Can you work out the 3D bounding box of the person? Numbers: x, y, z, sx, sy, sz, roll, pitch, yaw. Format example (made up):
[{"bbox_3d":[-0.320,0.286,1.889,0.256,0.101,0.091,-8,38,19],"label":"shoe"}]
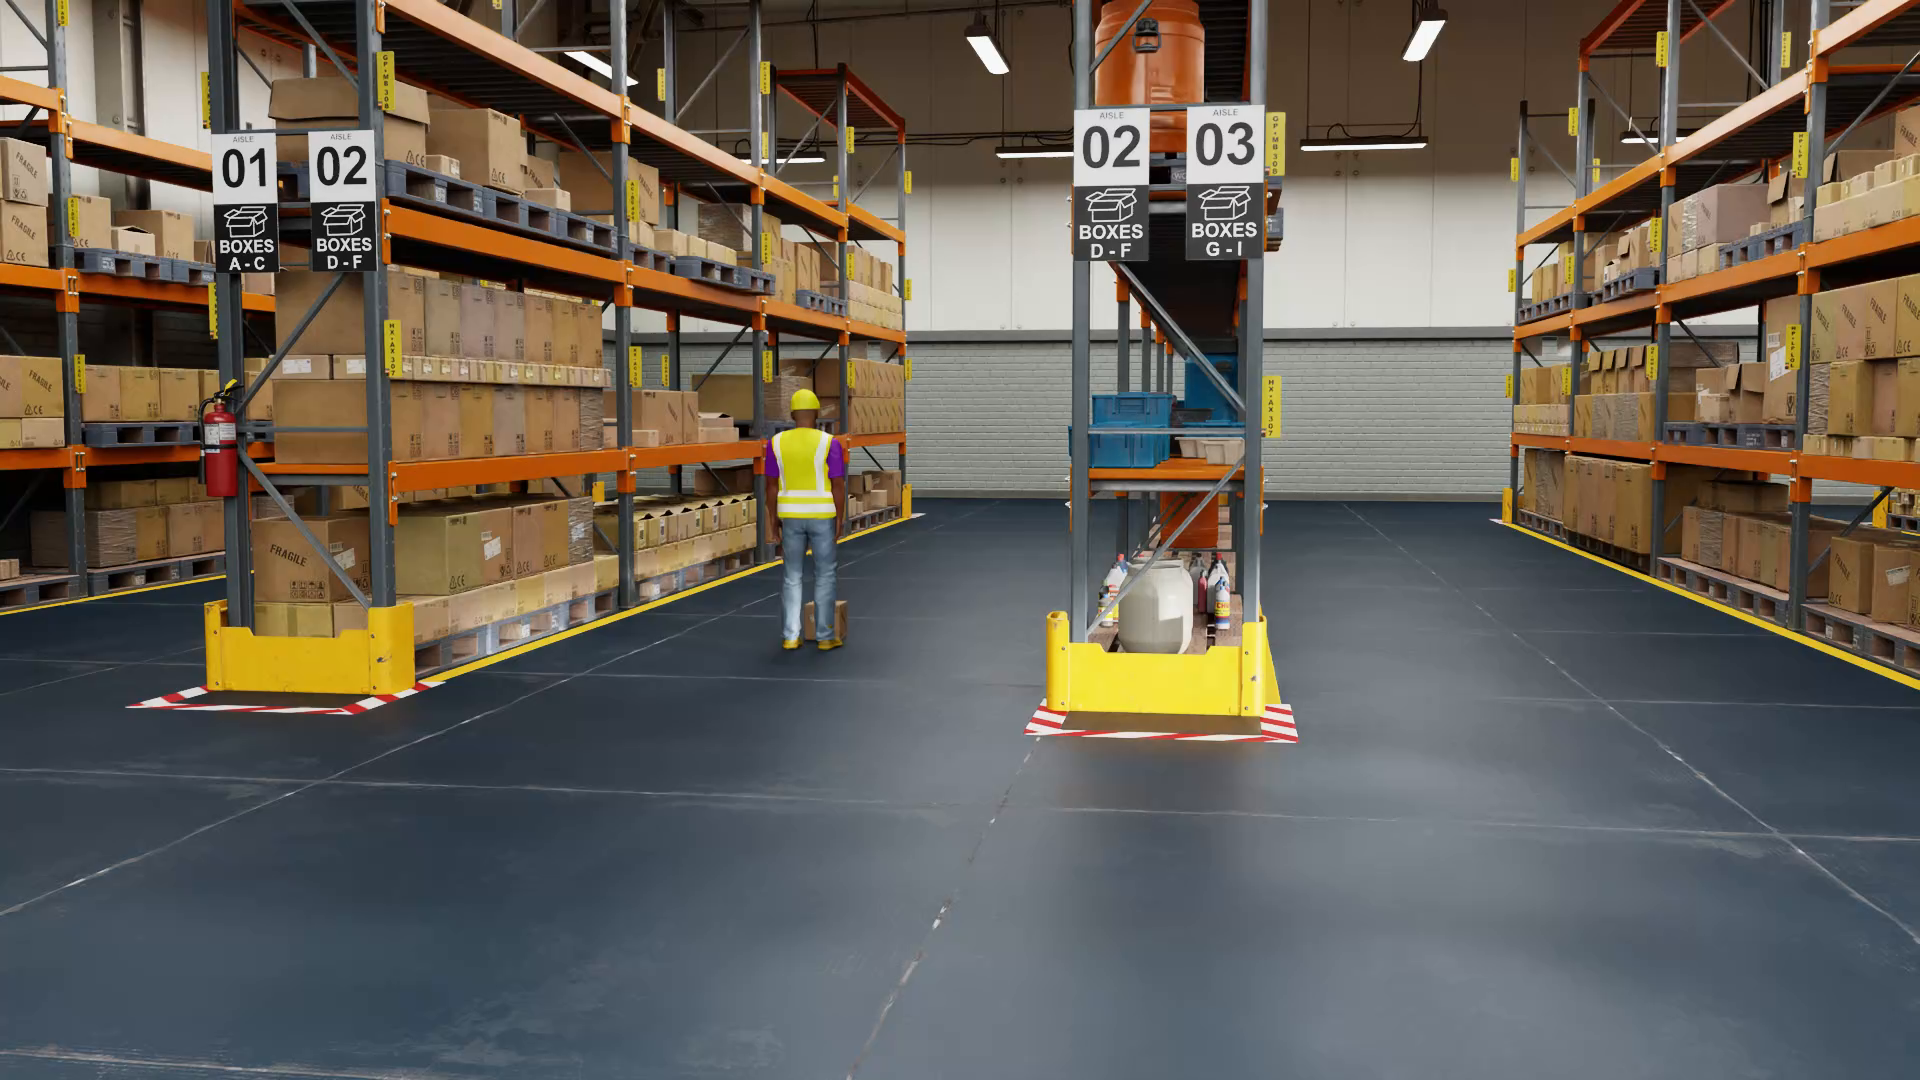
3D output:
[{"bbox_3d":[-1.045,-0.141,11.335,0.562,1.761,0.358,1,5,11],"label":"person"}]
